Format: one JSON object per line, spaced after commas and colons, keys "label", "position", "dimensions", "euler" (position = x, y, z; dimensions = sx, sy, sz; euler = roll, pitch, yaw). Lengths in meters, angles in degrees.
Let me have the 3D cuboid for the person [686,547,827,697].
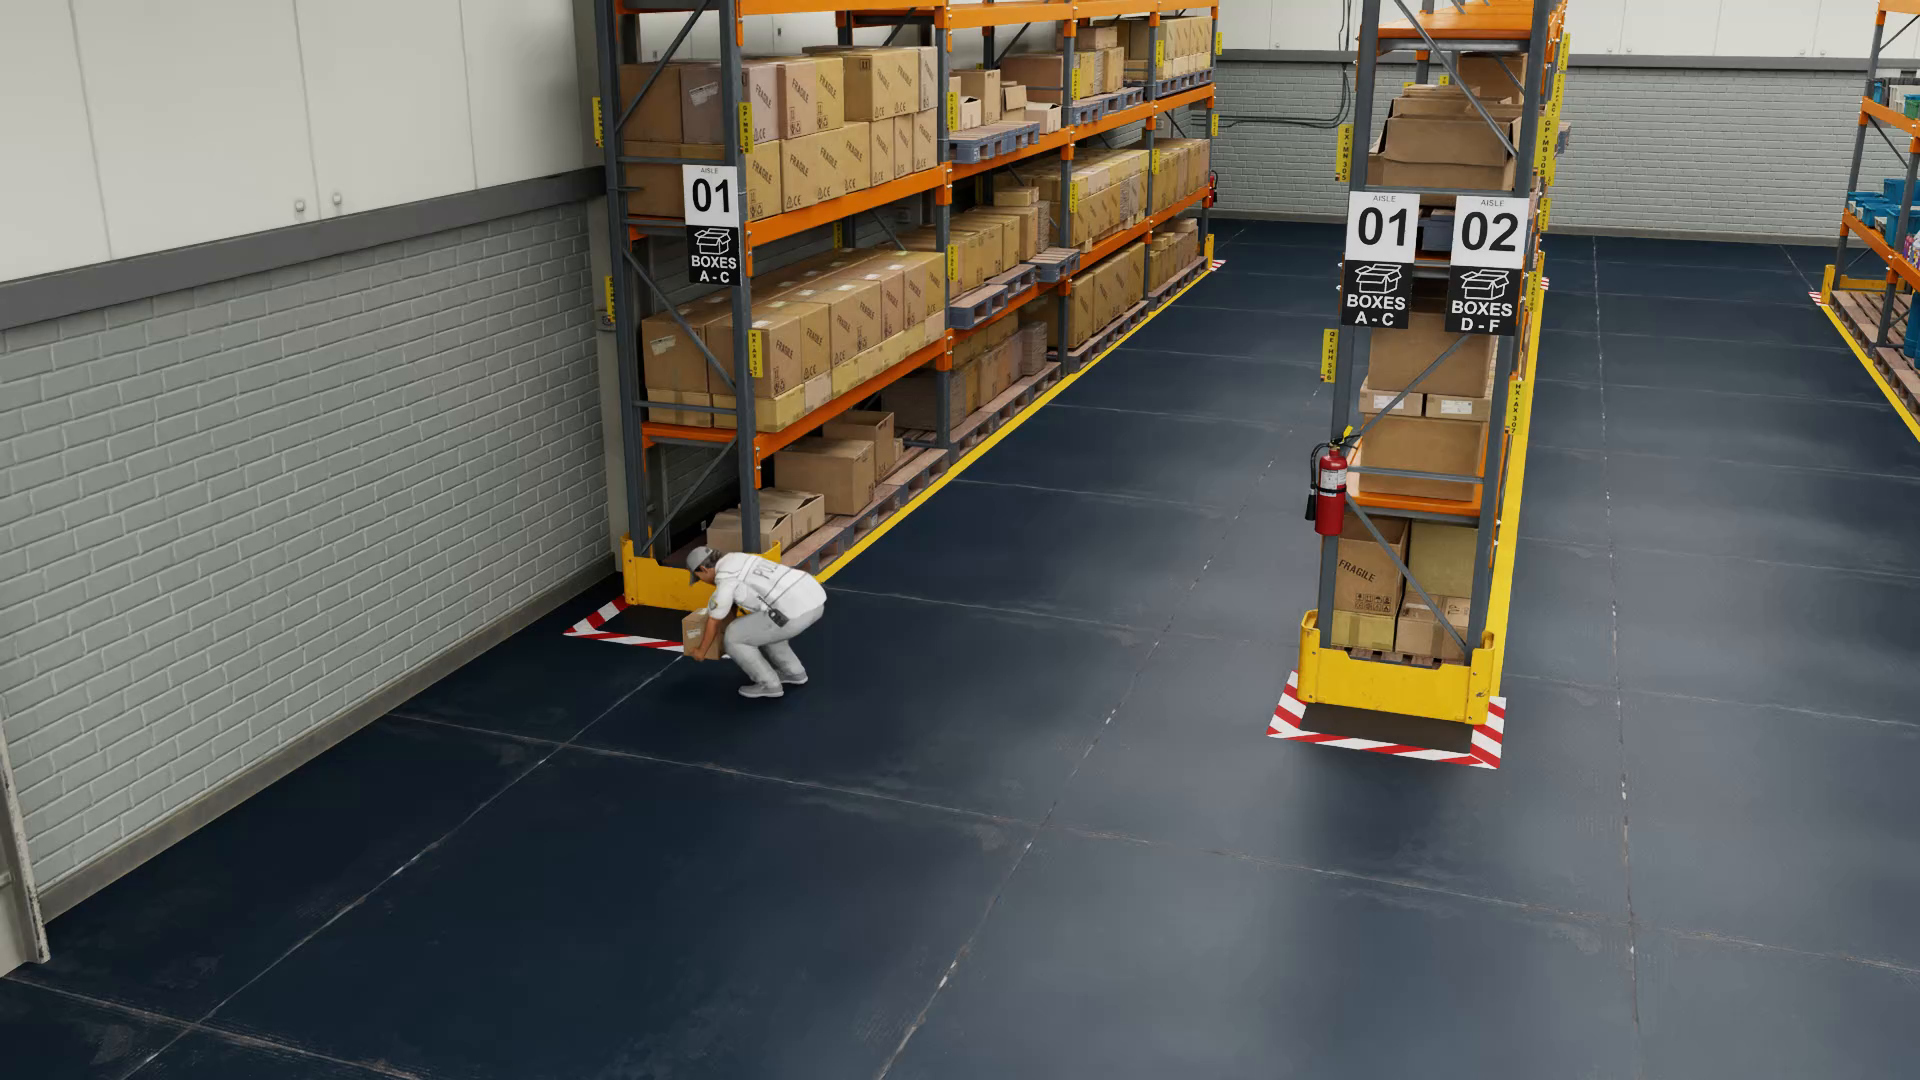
{"label": "person", "position": [-1.312, 0.514, 10.686], "dimensions": [0.901, 0.941, 0.503], "euler": [6, 20, 16]}
